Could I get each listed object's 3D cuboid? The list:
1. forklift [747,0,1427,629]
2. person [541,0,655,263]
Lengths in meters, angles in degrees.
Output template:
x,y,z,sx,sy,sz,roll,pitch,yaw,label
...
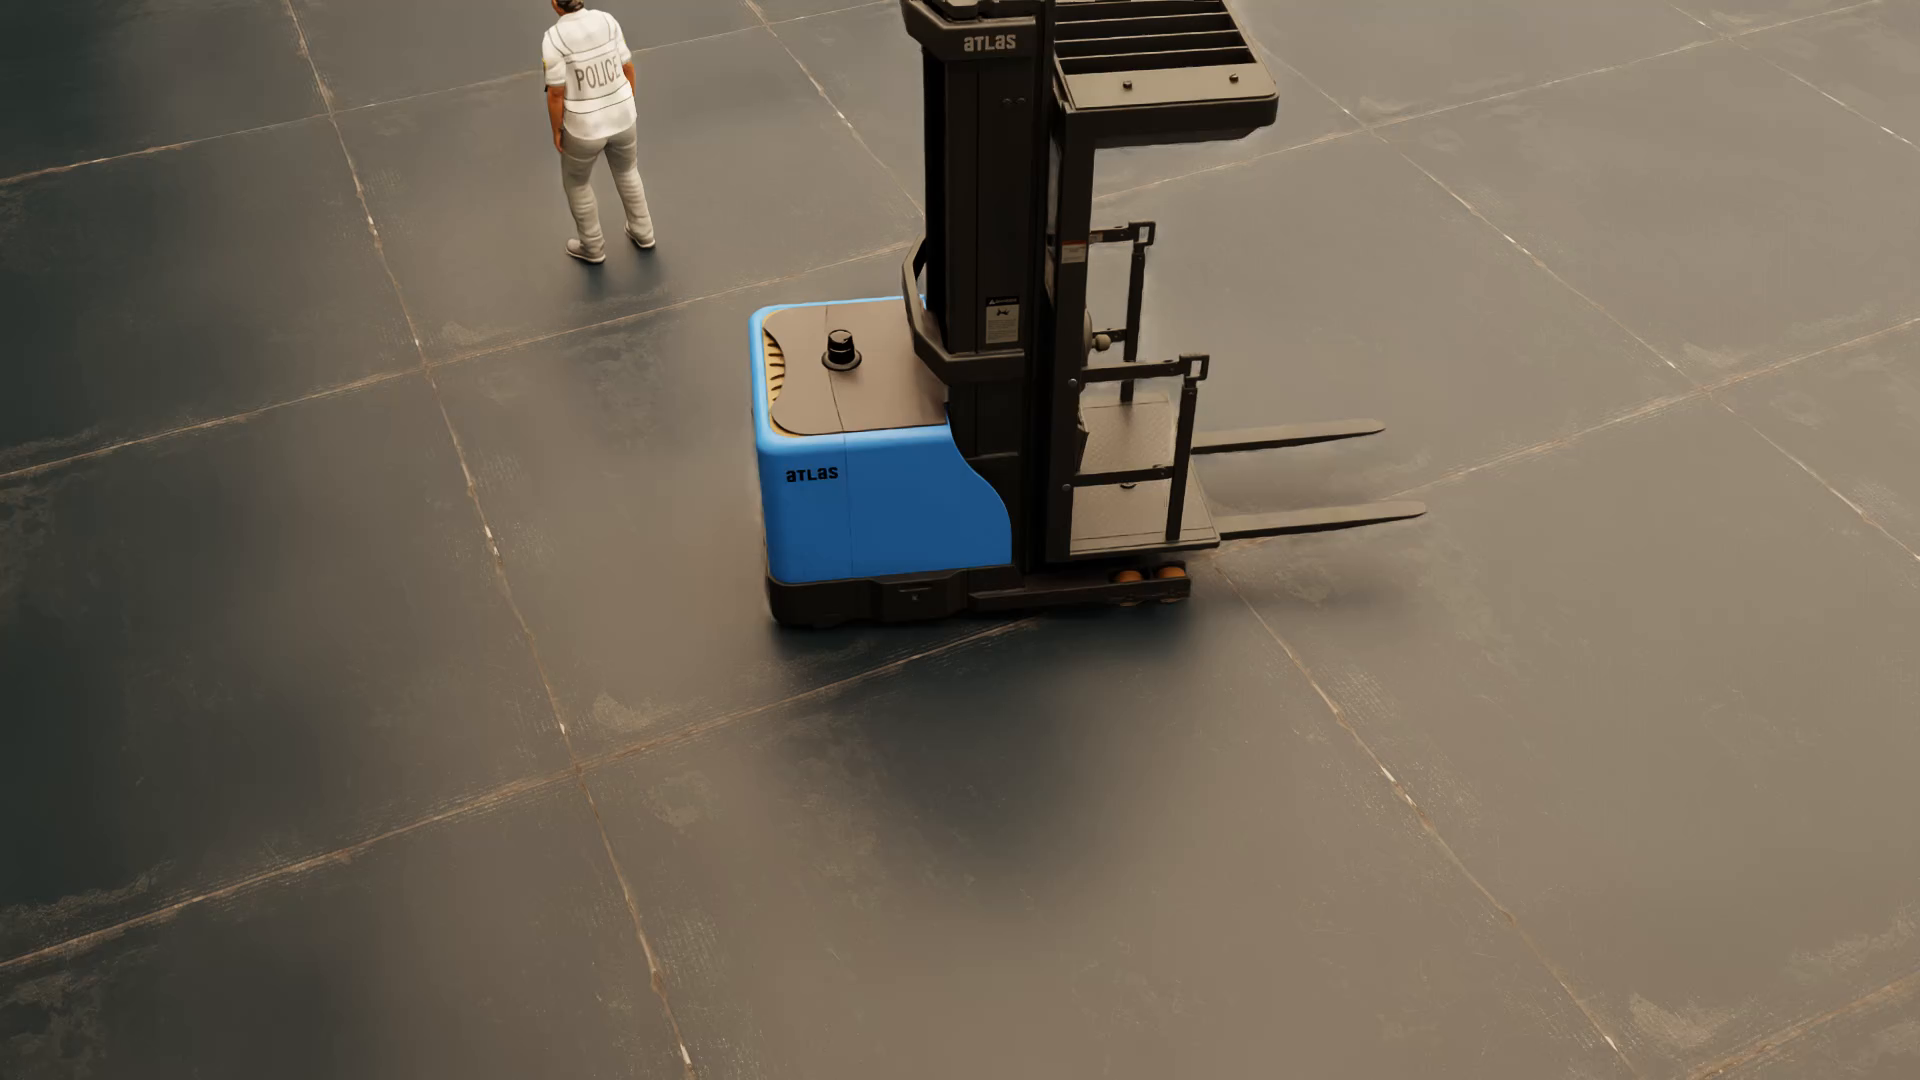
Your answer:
x,y,z,sx,sy,sz,roll,pitch,yaw,label
0.605,-1.128,6.888,3.031,2.935,1.130,-5,43,-6,forklift
-2.005,-2.295,9.077,0.532,1.671,0.458,-28,50,-27,person
